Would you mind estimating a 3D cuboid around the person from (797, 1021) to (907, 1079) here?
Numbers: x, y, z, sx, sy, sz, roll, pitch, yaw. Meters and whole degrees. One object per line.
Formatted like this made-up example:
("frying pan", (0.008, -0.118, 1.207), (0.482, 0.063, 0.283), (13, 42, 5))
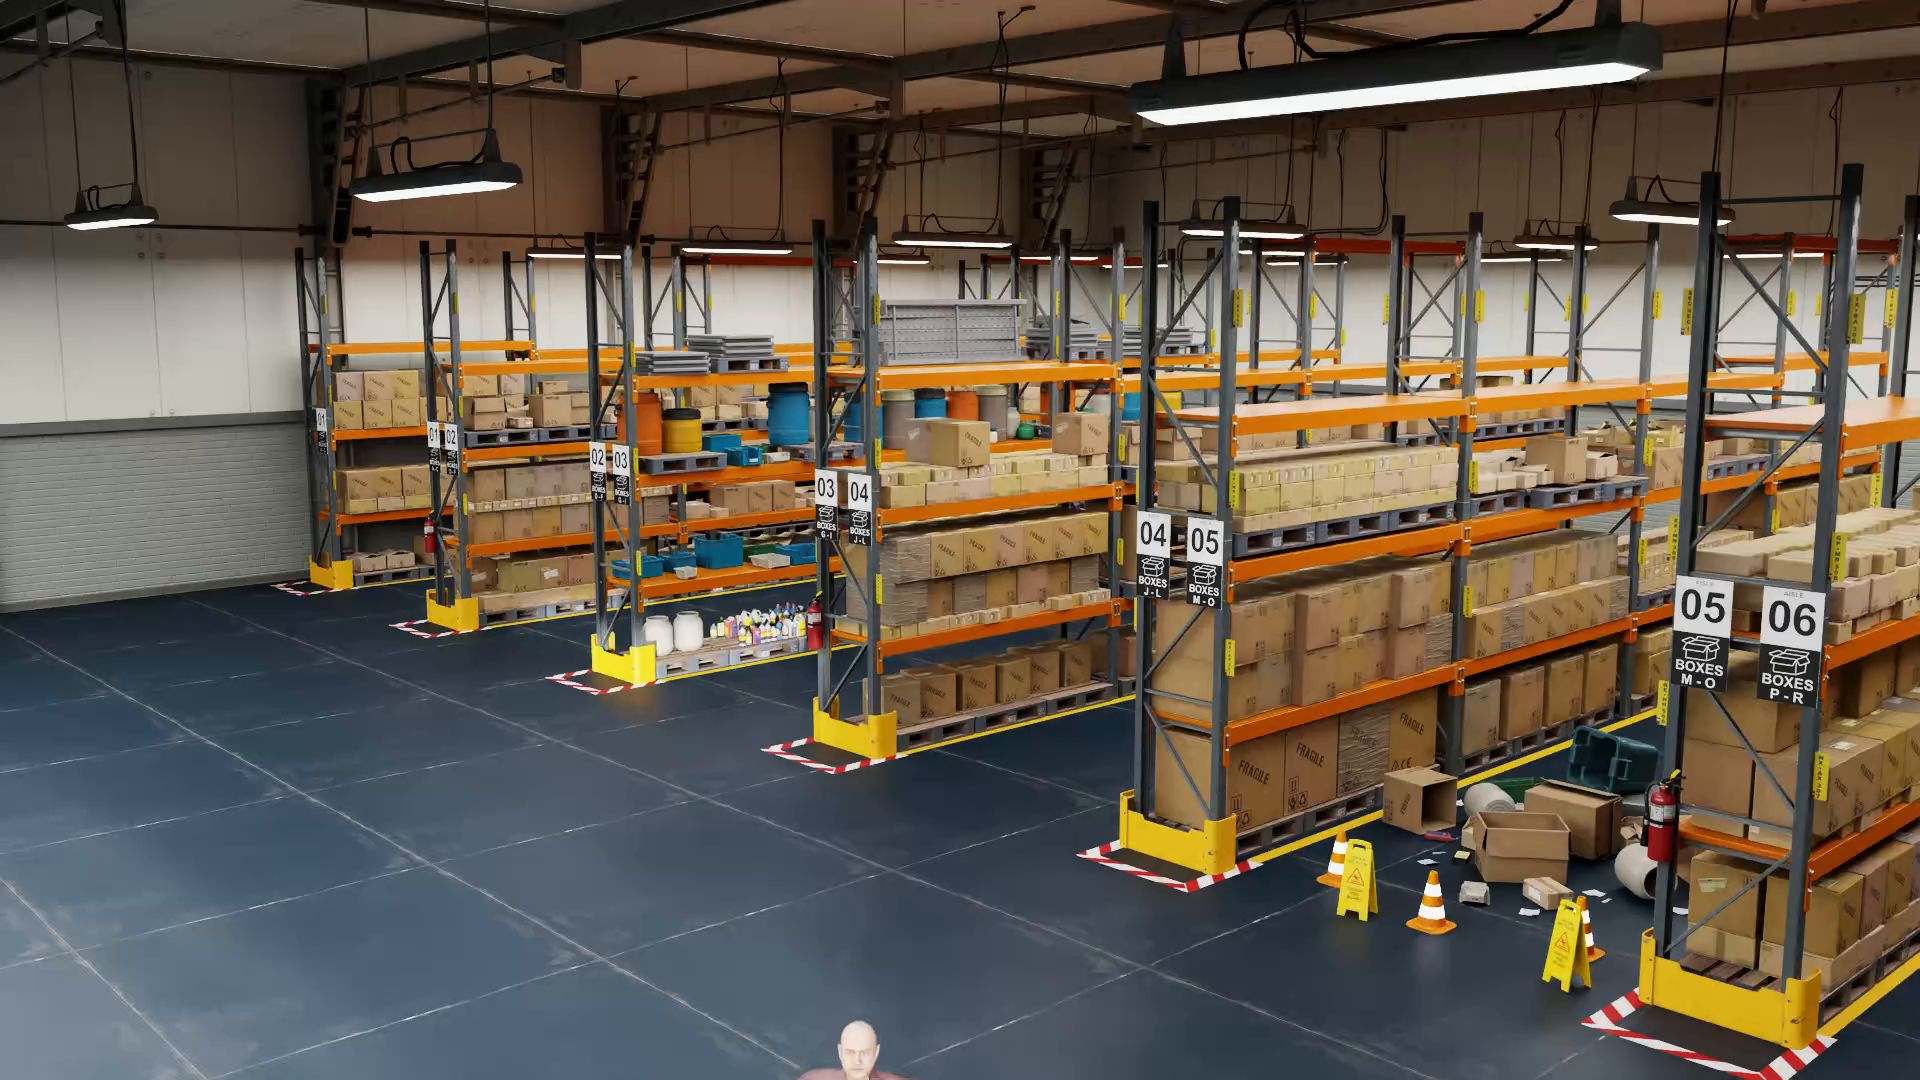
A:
("person", (-0.489, 3.161, 7.841), (0.668, 1.848, 0.831), (-1, 8, -5))
